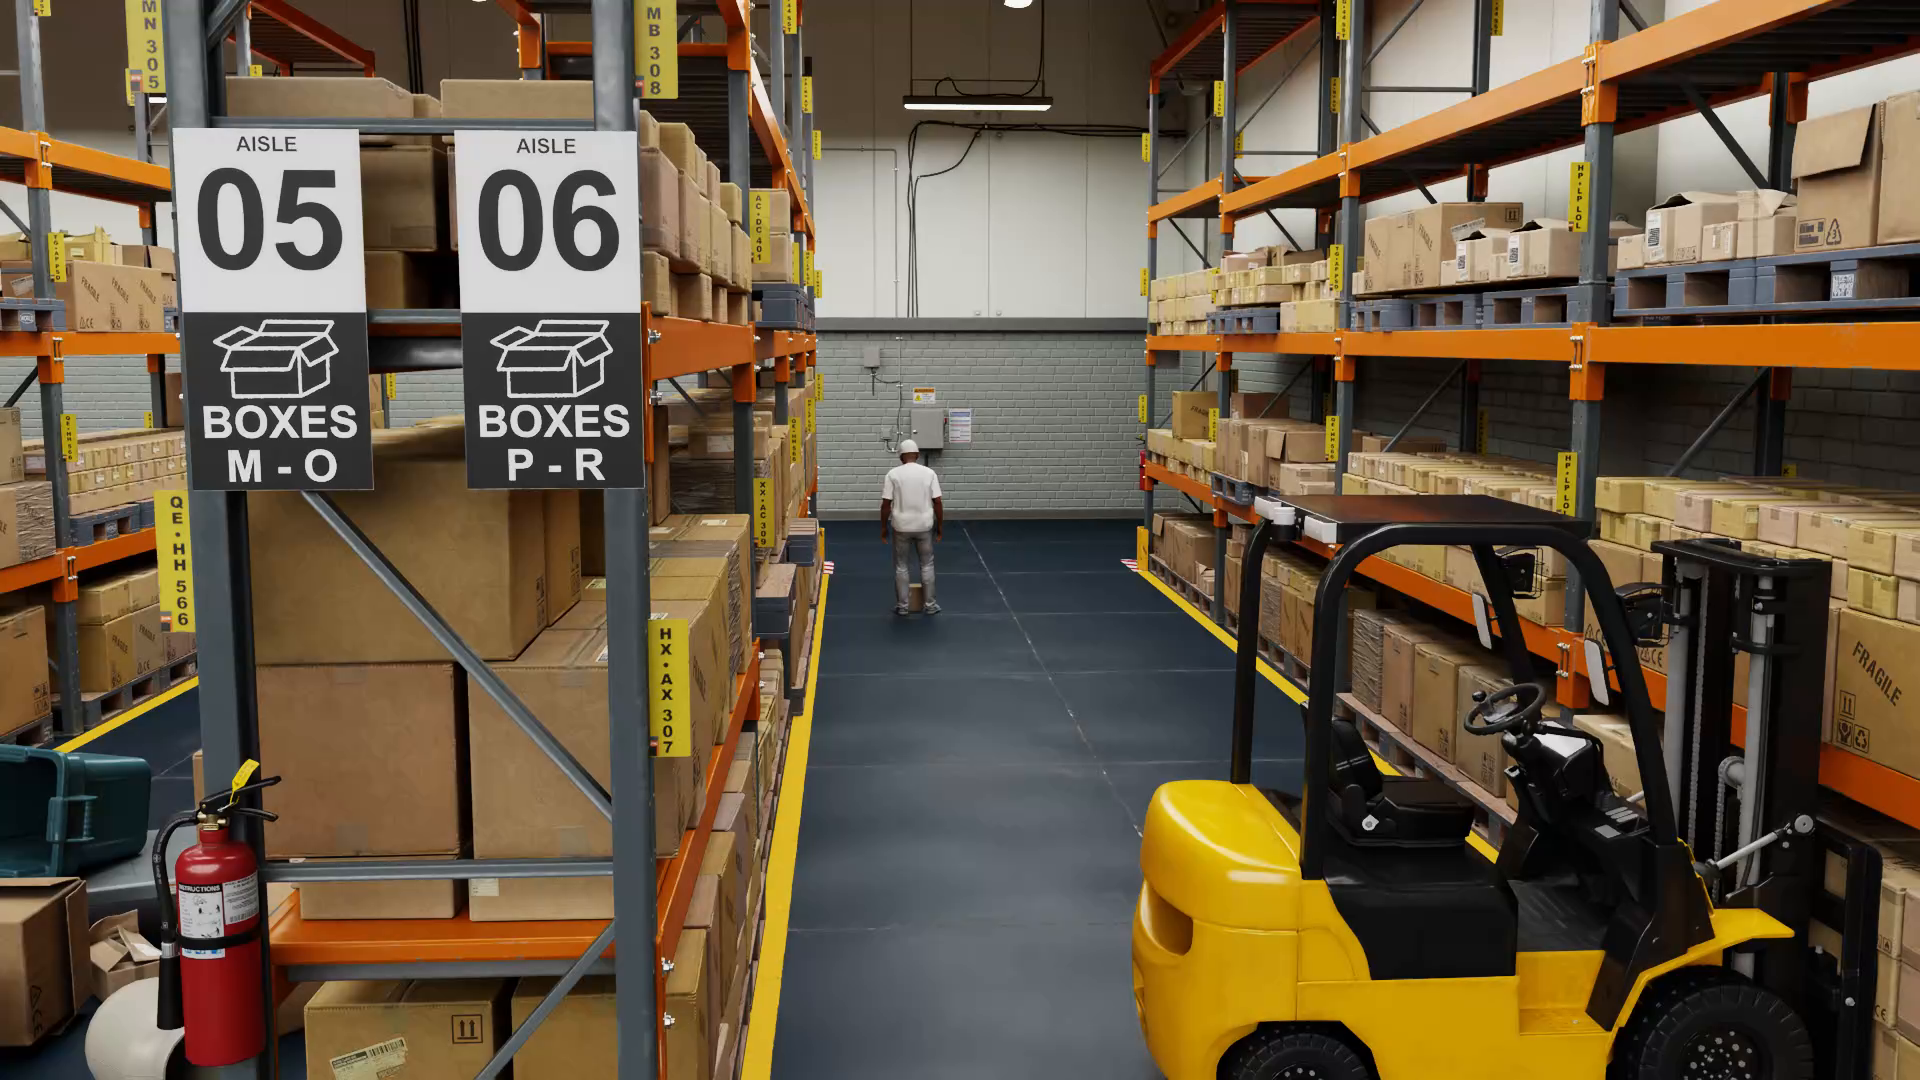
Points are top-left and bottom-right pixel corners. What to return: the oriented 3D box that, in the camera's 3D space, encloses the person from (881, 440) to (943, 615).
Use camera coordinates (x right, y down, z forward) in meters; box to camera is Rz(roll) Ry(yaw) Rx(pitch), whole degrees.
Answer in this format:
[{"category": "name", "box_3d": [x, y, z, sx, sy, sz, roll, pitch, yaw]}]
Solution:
[{"category": "person", "box_3d": [-0.488, -0.131, 16.769, 0.634, 1.759, 0.461, -1, 7, -7]}]
